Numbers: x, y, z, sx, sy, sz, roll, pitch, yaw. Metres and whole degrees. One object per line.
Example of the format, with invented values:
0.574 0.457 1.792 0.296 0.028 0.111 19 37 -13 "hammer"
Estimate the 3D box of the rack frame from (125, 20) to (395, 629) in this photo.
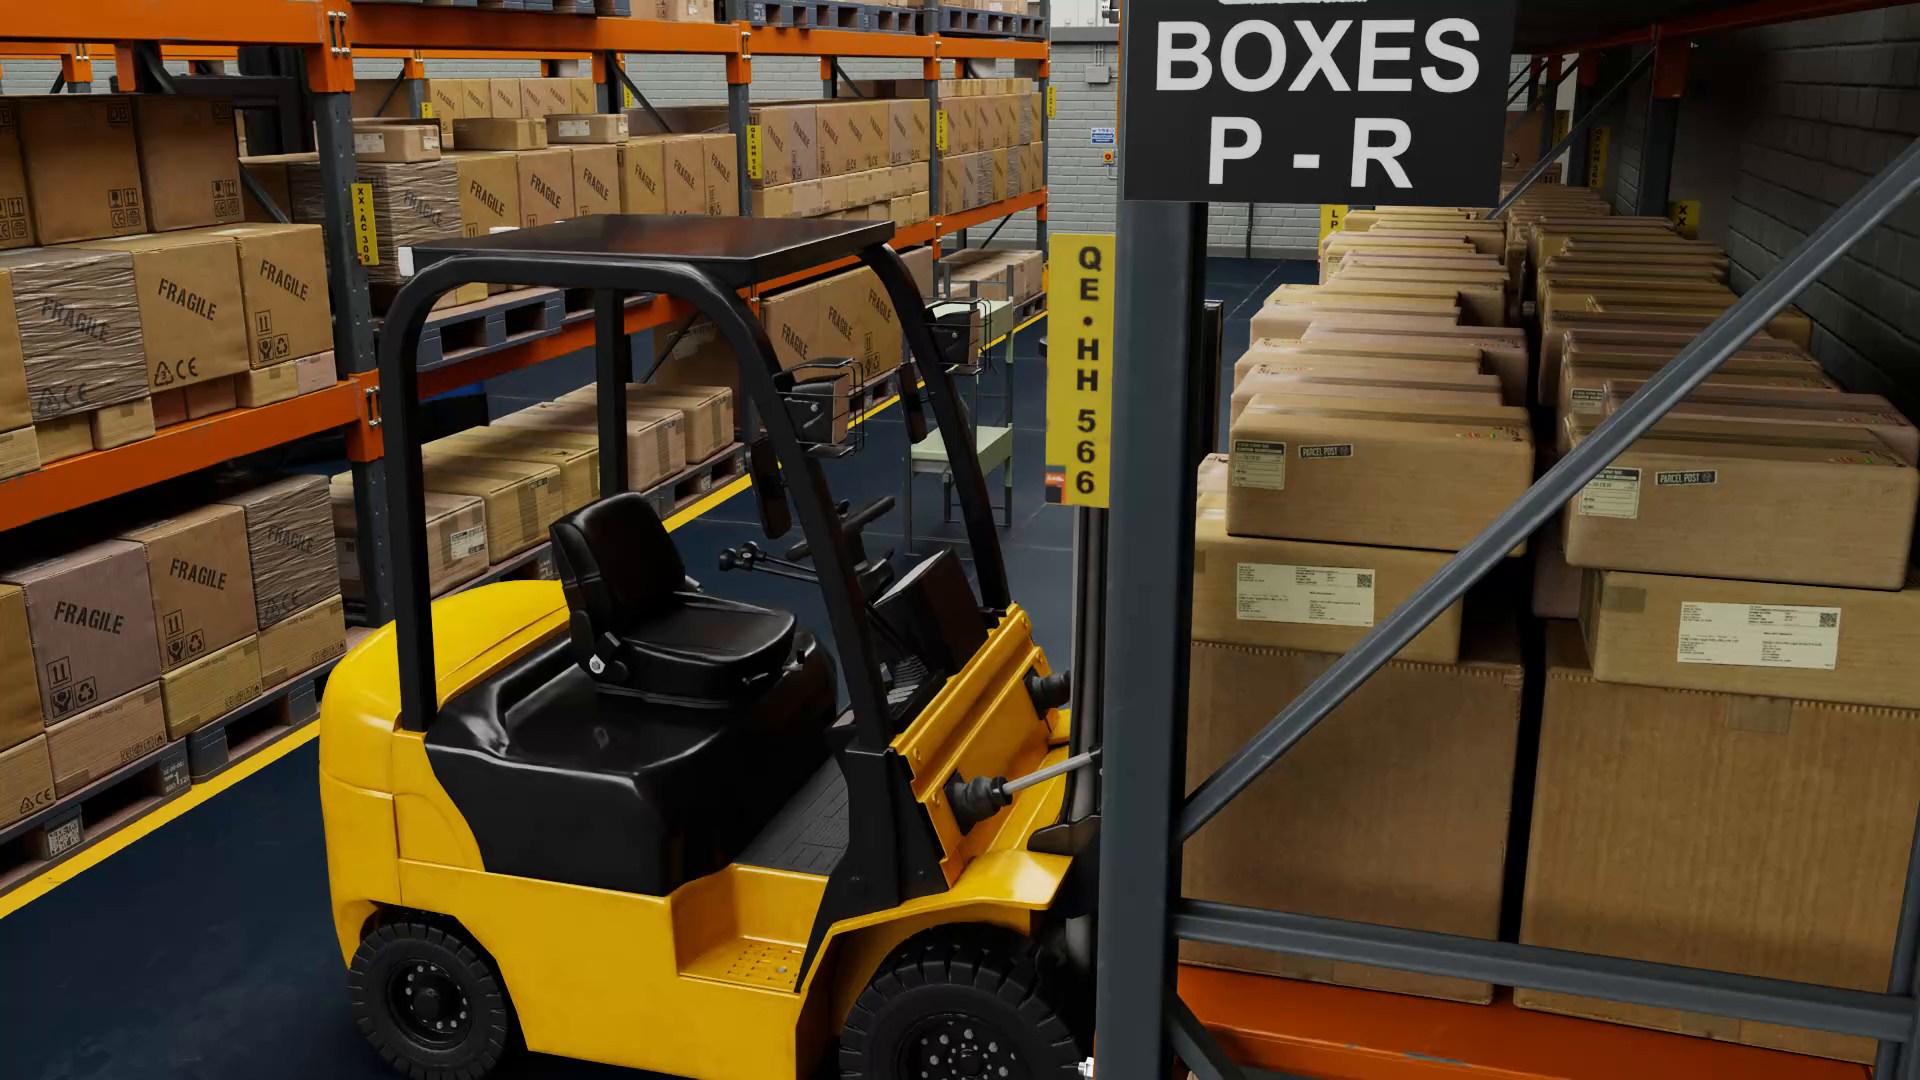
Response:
-2.955 -0.912 7.046 1.000 3.000 0.127 5 16 16 "rack frame"

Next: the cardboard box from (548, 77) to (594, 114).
-4.355 -4.809 18.227 0.500 0.500 0.500 4 16 14 "cardboard box"

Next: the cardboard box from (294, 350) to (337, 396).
-2.754 -0.683 6.701 0.380 0.149 0.250 4 16 15 "cardboard box"

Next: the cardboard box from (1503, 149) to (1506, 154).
3.357 -2.421 11.414 0.700 0.500 0.500 5 16 16 "cardboard box"

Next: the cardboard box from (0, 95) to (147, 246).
-3.454 -1.354 6.044 0.700 0.500 0.500 5 17 16 "cardboard box"

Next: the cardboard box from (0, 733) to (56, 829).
-3.302 0.789 5.319 0.500 0.250 0.500 6 17 20 "cardboard box"

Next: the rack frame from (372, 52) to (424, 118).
-5.456 -3.362 15.685 1.000 3.000 0.127 5 16 16 "rack frame"

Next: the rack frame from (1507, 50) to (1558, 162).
4.079 -2.621 13.072 1.000 3.000 0.127 5 16 16 "rack frame"

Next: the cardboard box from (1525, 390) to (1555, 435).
1.493 -0.039 3.785 0.500 0.500 0.500 5 17 17 "cardboard box"

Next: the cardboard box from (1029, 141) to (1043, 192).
0.572 -3.952 17.584 0.500 0.500 0.500 5 17 16 "cardboard box"

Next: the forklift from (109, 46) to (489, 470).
-4.812 -1.988 10.967 3.031 2.935 1.130 -15 22 -42 "forklift"

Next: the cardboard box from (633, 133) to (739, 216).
-1.681 -2.211 10.129 0.500 0.500 0.500 4 16 14 "cardboard box"

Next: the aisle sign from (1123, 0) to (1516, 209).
0.368 -0.737 1.668 0.394 0.787 0.004 5 16 16 "aisle sign"

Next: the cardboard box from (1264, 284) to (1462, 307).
0.835 -0.436 3.453 0.380 0.149 0.250 5 17 17 "cardboard box"

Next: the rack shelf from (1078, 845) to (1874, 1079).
1.237 0.342 3.946 1.077 0.370 4.000 5 16 16 "rack shelf"

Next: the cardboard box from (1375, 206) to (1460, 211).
2.025 -1.406 7.419 0.380 0.149 0.250 4 16 14 "cardboard box"

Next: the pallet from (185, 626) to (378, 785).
-3.112 0.608 6.798 1.003 0.211 1.213 5 16 16 "pallet"

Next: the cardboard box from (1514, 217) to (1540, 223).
2.457 -1.226 6.783 0.380 0.149 0.250 5 16 16 "cardboard box"

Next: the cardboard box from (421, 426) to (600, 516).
-2.411 -0.357 9.138 0.950 0.372 0.625 5 17 18 "cardboard box"

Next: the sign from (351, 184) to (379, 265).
-2.432 -1.288 6.787 0.100 0.325 0.005 5 16 16 "sign"

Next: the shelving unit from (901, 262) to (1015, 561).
-0.002 -0.720 9.119 0.431 1.500 0.755 5 16 16 "shelving unit"

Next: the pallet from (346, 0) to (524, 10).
-2.677 -2.418 7.203 1.213 0.211 1.003 5 16 16 "pallet"

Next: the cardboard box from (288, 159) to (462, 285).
-2.546 -1.405 7.289 0.500 0.500 0.500 5 17 17 "cardboard box"

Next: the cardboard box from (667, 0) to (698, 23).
-1.769 -3.116 9.781 0.380 0.149 0.250 5 16 16 "cardboard box"

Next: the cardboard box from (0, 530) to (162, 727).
-3.152 0.291 5.702 0.500 0.500 0.500 6 17 19 "cardboard box"

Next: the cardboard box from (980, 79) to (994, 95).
0.108 -4.305 15.807 0.380 0.149 0.250 5 16 16 "cardboard box"

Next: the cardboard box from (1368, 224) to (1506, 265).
1.379 -0.828 4.833 0.380 0.149 0.250 4 16 15 "cardboard box"

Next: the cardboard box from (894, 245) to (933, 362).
-0.781 -2.016 14.064 0.875 0.875 0.875 5 17 18 "cardboard box"

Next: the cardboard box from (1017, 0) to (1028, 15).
0.414 -5.547 17.215 0.500 0.250 0.500 3 16 11 "cardboard box"

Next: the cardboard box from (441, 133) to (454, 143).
-5.073 -3.663 16.019 0.500 0.500 0.500 4 16 15 "cardboard box"

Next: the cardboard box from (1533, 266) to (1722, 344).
1.508 -0.528 3.775 0.380 0.149 0.250 5 17 17 "cardboard box"

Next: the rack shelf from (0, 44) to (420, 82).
-6.024 -3.936 13.529 1.077 0.370 4.000 5 16 16 "rack shelf"

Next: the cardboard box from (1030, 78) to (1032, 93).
0.546 -4.783 17.490 0.380 0.149 0.250 5 17 17 "cardboard box"

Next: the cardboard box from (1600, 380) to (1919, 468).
1.105 -0.120 2.340 0.380 0.149 0.250 5 17 18 "cardboard box"

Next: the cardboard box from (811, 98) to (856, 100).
-1.082 -3.441 13.948 0.500 0.500 0.500 5 17 17 "cardboard box"

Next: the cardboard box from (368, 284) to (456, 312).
-2.495 -1.113 7.447 0.380 0.149 0.250 5 17 17 "cardboard box"

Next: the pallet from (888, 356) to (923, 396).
-0.828 -1.455 14.073 1.003 0.211 1.213 5 16 16 "pallet"

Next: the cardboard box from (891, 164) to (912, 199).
-0.708 -2.907 13.441 0.500 0.250 0.500 5 17 17 "cardboard box"

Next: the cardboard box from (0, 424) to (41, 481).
-3.179 -0.282 5.288 0.380 0.149 0.250 5 17 16 "cardboard box"

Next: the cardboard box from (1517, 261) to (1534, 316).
1.960 -0.784 5.224 0.380 0.149 0.250 5 16 16 "cardboard box"

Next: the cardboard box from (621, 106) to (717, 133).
-1.922 -2.643 11.134 0.500 0.500 0.500 4 16 14 "cardboard box"

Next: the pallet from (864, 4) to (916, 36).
-0.894 -4.112 13.183 0.805 0.209 1.217 4 16 14 "pallet"

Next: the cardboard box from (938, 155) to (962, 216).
-0.297 -3.155 14.773 0.500 0.500 0.500 5 17 18 "cardboard box"

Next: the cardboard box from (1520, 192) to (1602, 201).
2.942 -1.624 8.185 0.380 0.149 0.250 4 16 15 "cardboard box"

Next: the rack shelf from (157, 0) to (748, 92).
-2.386 -2.532 8.580 1.077 0.370 4.000 5 16 16 "rack shelf"

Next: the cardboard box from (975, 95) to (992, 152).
-0.008 -3.904 15.582 0.500 0.500 0.500 5 17 17 "cardboard box"

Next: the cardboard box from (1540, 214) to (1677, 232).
2.004 -0.924 5.173 0.380 0.149 0.250 5 16 16 "cardboard box"

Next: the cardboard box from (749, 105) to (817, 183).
-1.312 -2.728 11.434 0.500 0.500 0.500 5 16 16 "cardboard box"

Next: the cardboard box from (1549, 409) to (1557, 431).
1.471 -0.309 3.550 0.380 0.149 0.250 5 16 16 "cardboard box"

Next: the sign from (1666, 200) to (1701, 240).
2.338 -0.940 5.413 0.100 0.325 0.005 5 16 16 "sign"

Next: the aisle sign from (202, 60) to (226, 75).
-9.313 -6.112 20.618 0.394 0.787 0.004 5 16 16 "aisle sign"

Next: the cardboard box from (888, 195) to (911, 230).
-0.713 -2.662 13.494 0.500 0.250 0.500 4 16 15 "cardboard box"
